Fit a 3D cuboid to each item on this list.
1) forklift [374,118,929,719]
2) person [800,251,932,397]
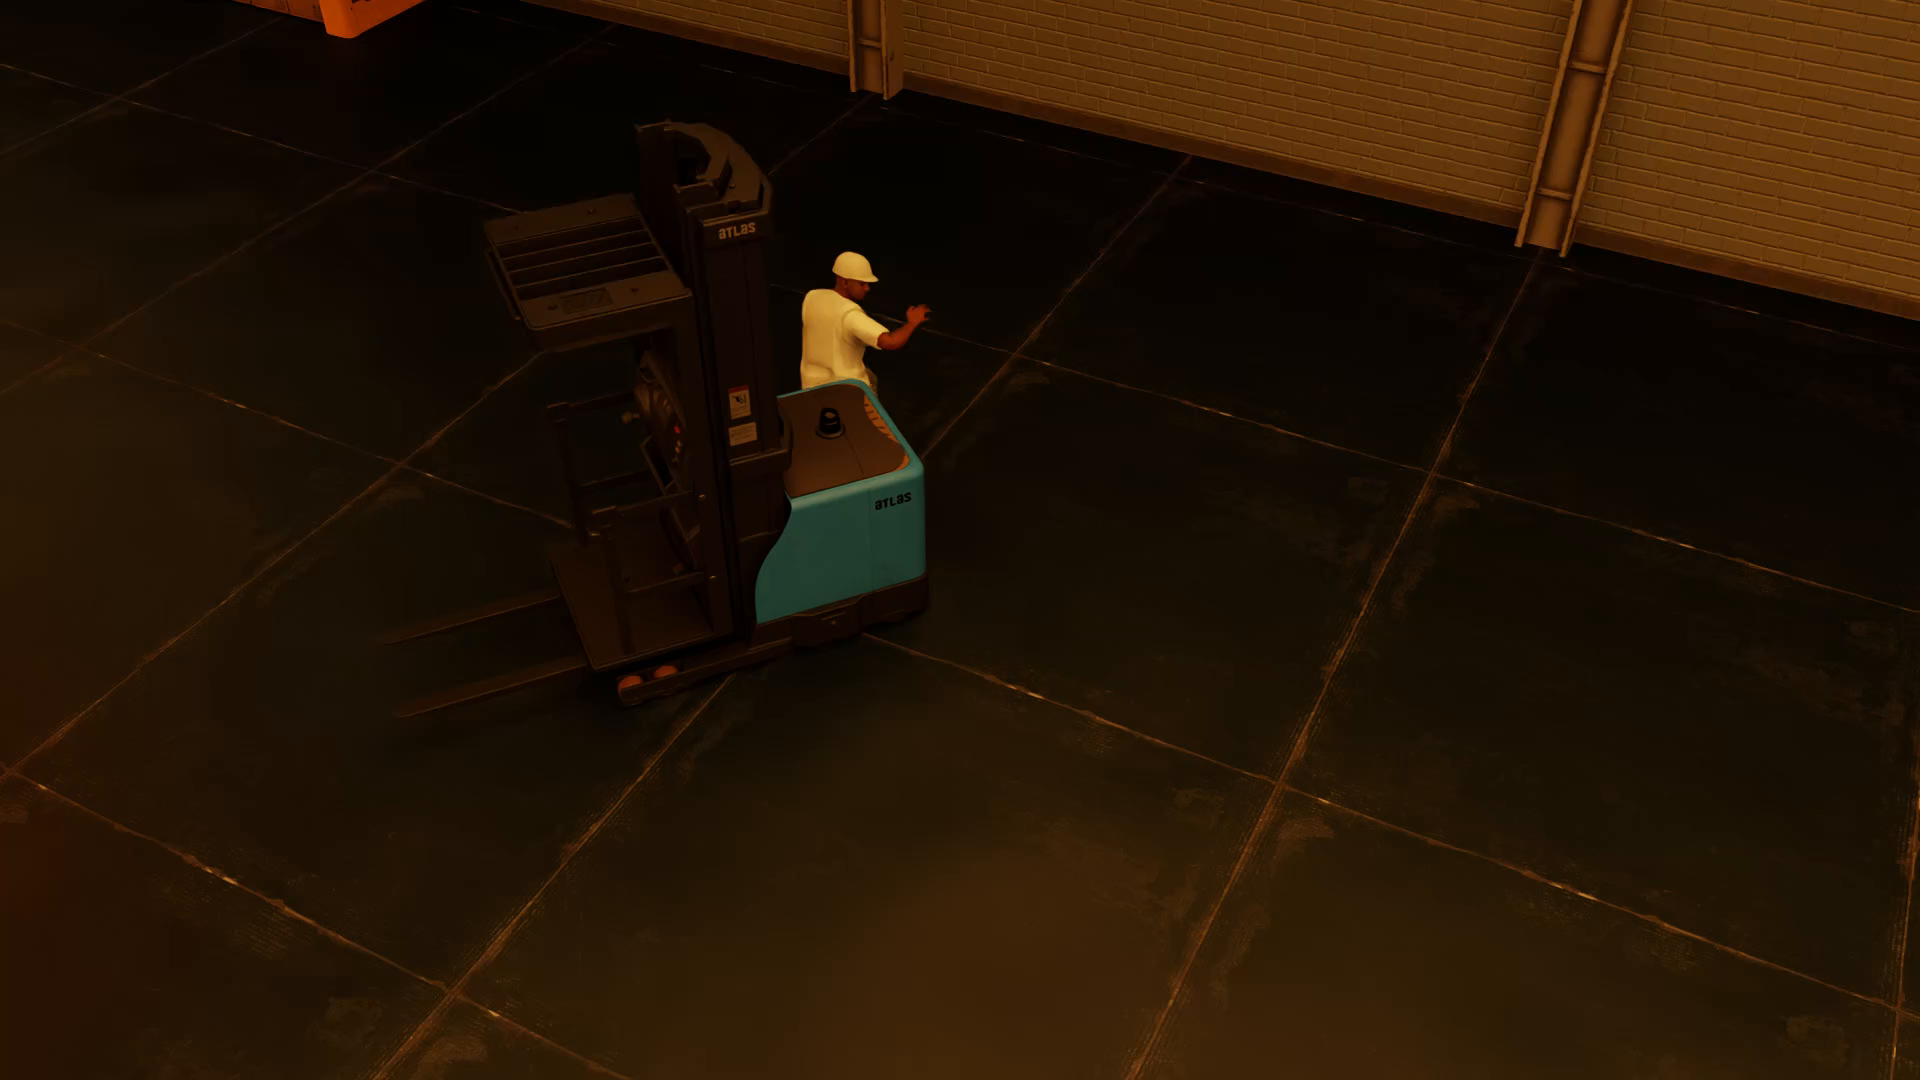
[{"bbox_3d":[-1.745,-0.599,8.698,3.031,2.935,1.130,-16,43,-18],"label":"forklift"},{"bbox_3d":[-0.568,-1.171,10.519,0.842,1.473,1.103,12,42,14],"label":"person"}]
